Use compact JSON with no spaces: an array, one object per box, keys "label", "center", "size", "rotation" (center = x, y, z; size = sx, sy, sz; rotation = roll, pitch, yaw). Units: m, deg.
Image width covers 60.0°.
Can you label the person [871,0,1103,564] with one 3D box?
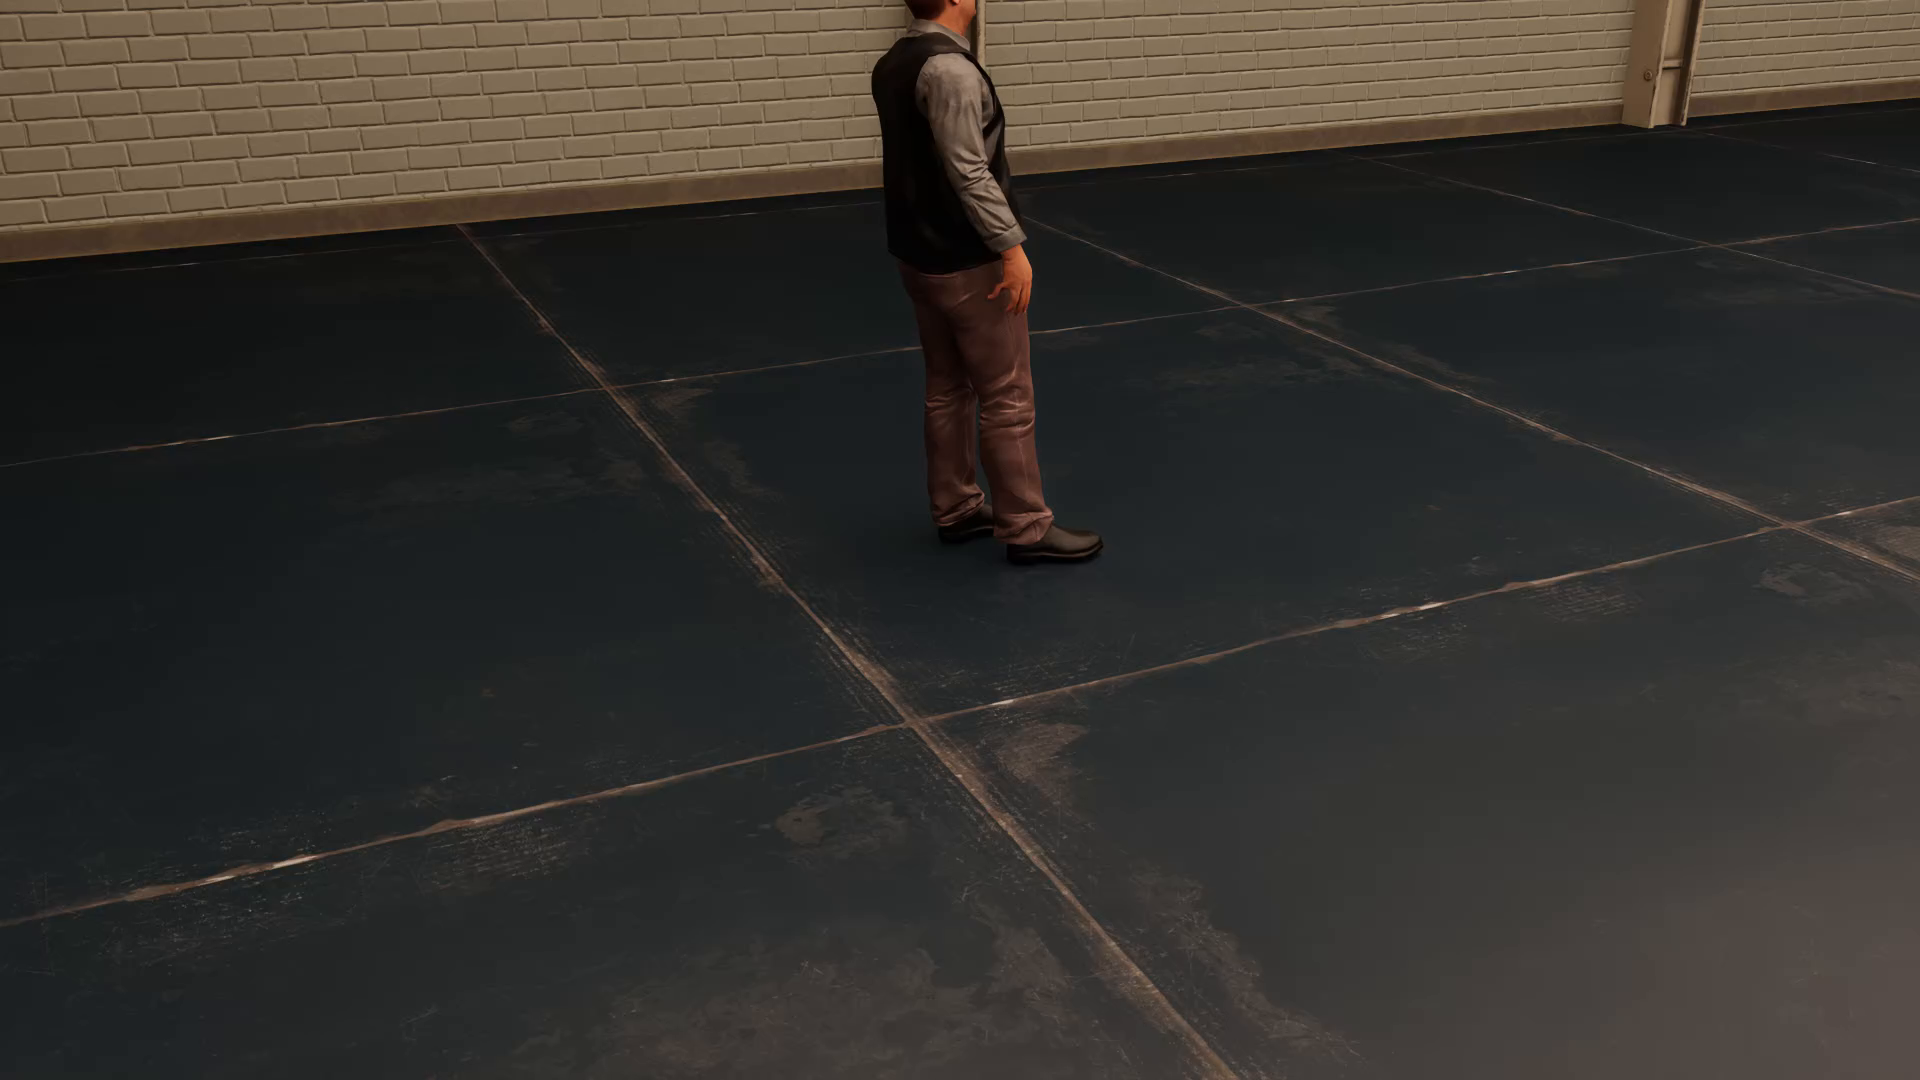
[{"label":"person","center":[0.059,-0.809,4.791],"size":[0.568,1.720,0.632],"rotation":[-10,25,-23]}]
